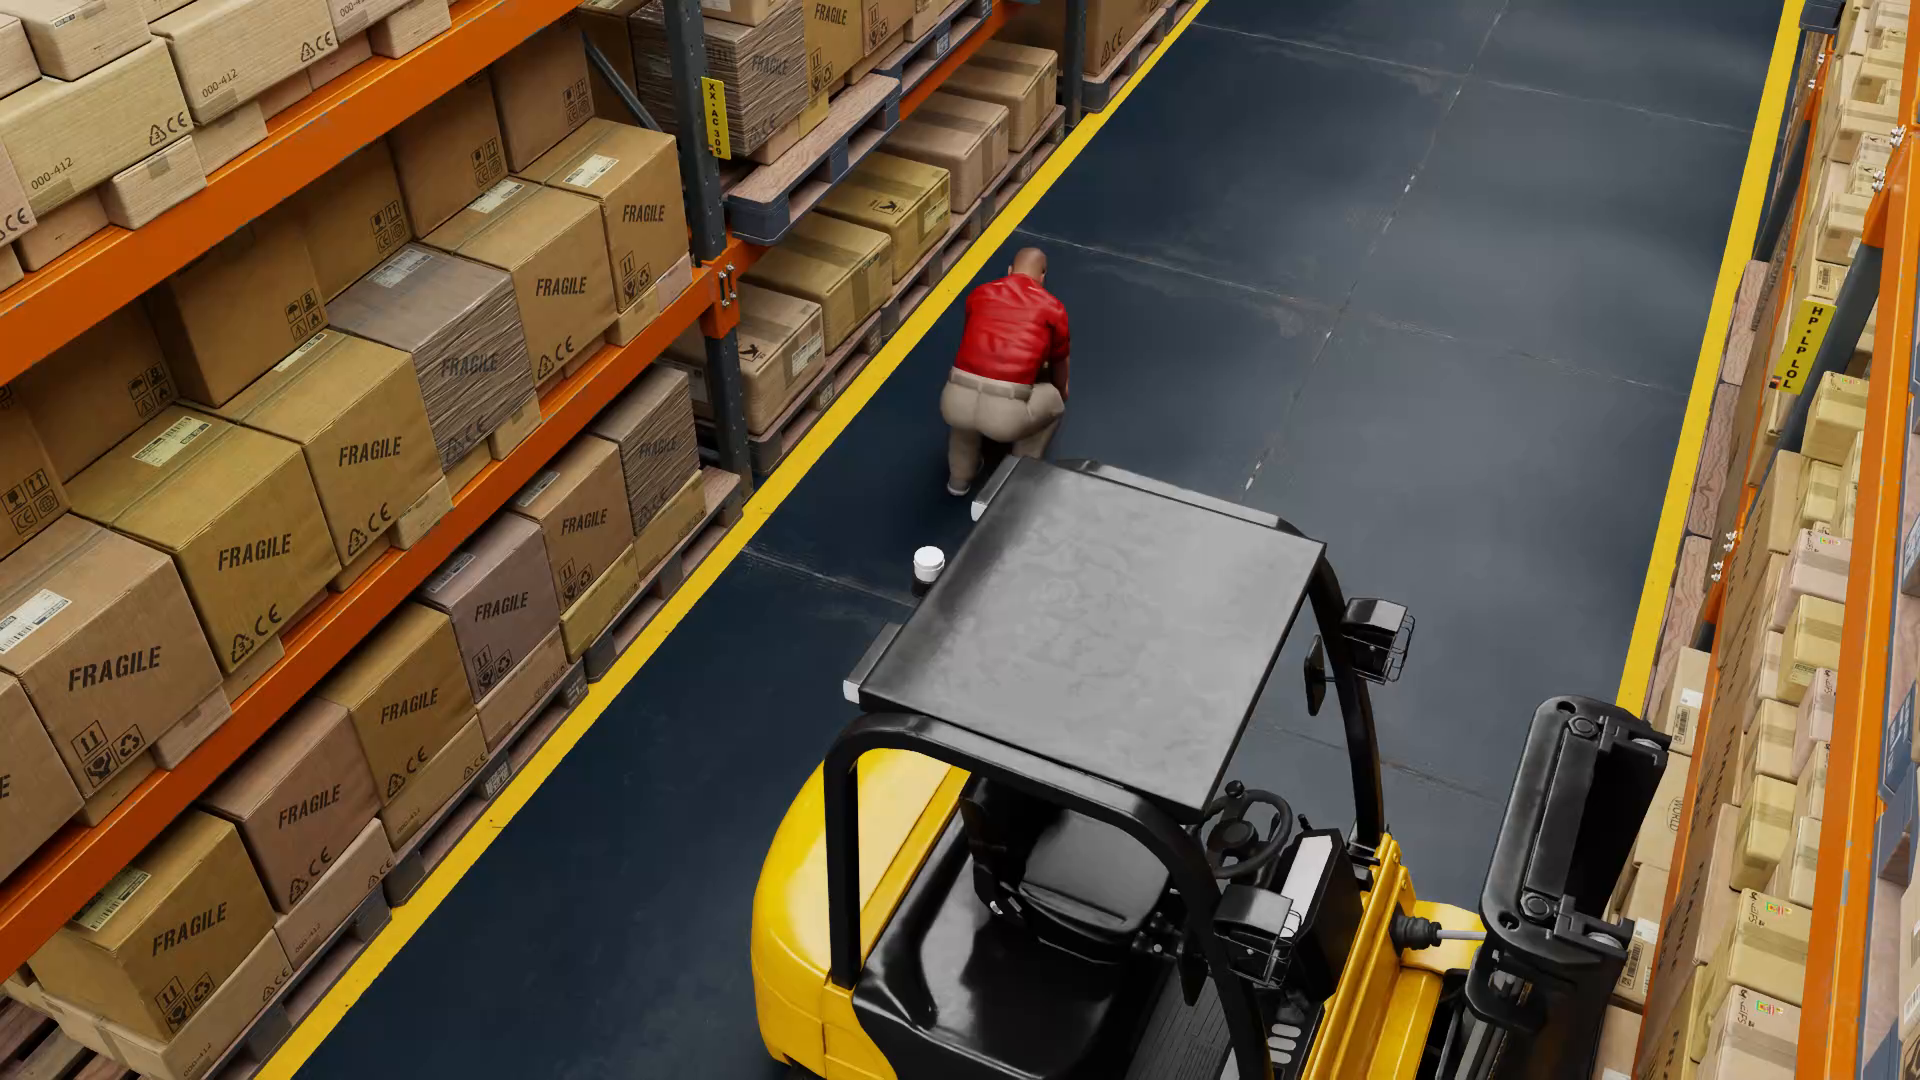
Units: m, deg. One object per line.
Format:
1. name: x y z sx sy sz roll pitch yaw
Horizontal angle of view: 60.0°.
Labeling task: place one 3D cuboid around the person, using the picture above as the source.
1. person: 0.212 -0.709 7.538 0.536 0.976 0.910 15 44 16
